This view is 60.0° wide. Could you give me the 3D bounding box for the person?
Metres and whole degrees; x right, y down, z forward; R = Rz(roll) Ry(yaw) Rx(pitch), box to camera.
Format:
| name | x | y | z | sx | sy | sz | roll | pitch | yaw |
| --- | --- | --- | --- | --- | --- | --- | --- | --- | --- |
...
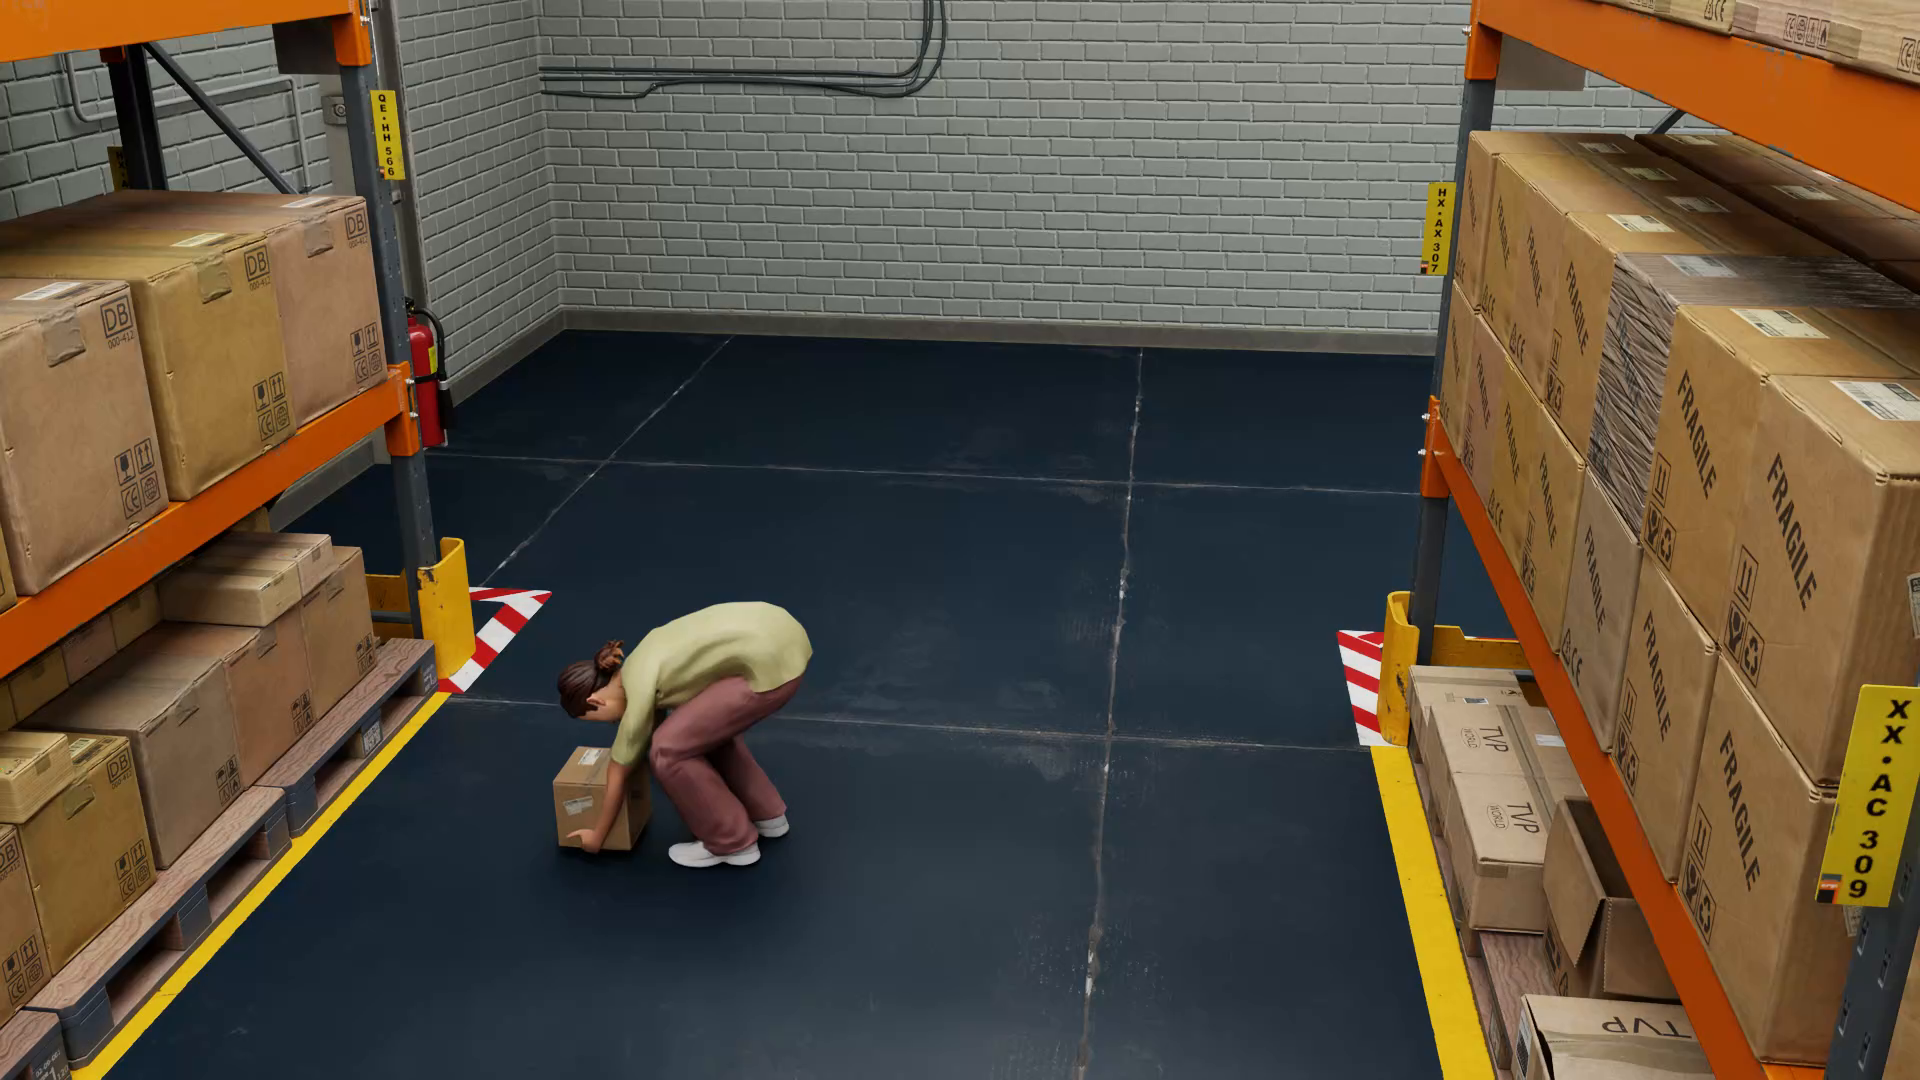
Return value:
| name | x | y | z | sx | sy | sz | roll | pitch | yaw |
| --- | --- | --- | --- | --- | --- | --- | --- | --- | --- |
| person | -0.911 | 0.637 | 5.545 | 0.848 | 0.878 | 0.460 | 1 | 21 | 4 |
